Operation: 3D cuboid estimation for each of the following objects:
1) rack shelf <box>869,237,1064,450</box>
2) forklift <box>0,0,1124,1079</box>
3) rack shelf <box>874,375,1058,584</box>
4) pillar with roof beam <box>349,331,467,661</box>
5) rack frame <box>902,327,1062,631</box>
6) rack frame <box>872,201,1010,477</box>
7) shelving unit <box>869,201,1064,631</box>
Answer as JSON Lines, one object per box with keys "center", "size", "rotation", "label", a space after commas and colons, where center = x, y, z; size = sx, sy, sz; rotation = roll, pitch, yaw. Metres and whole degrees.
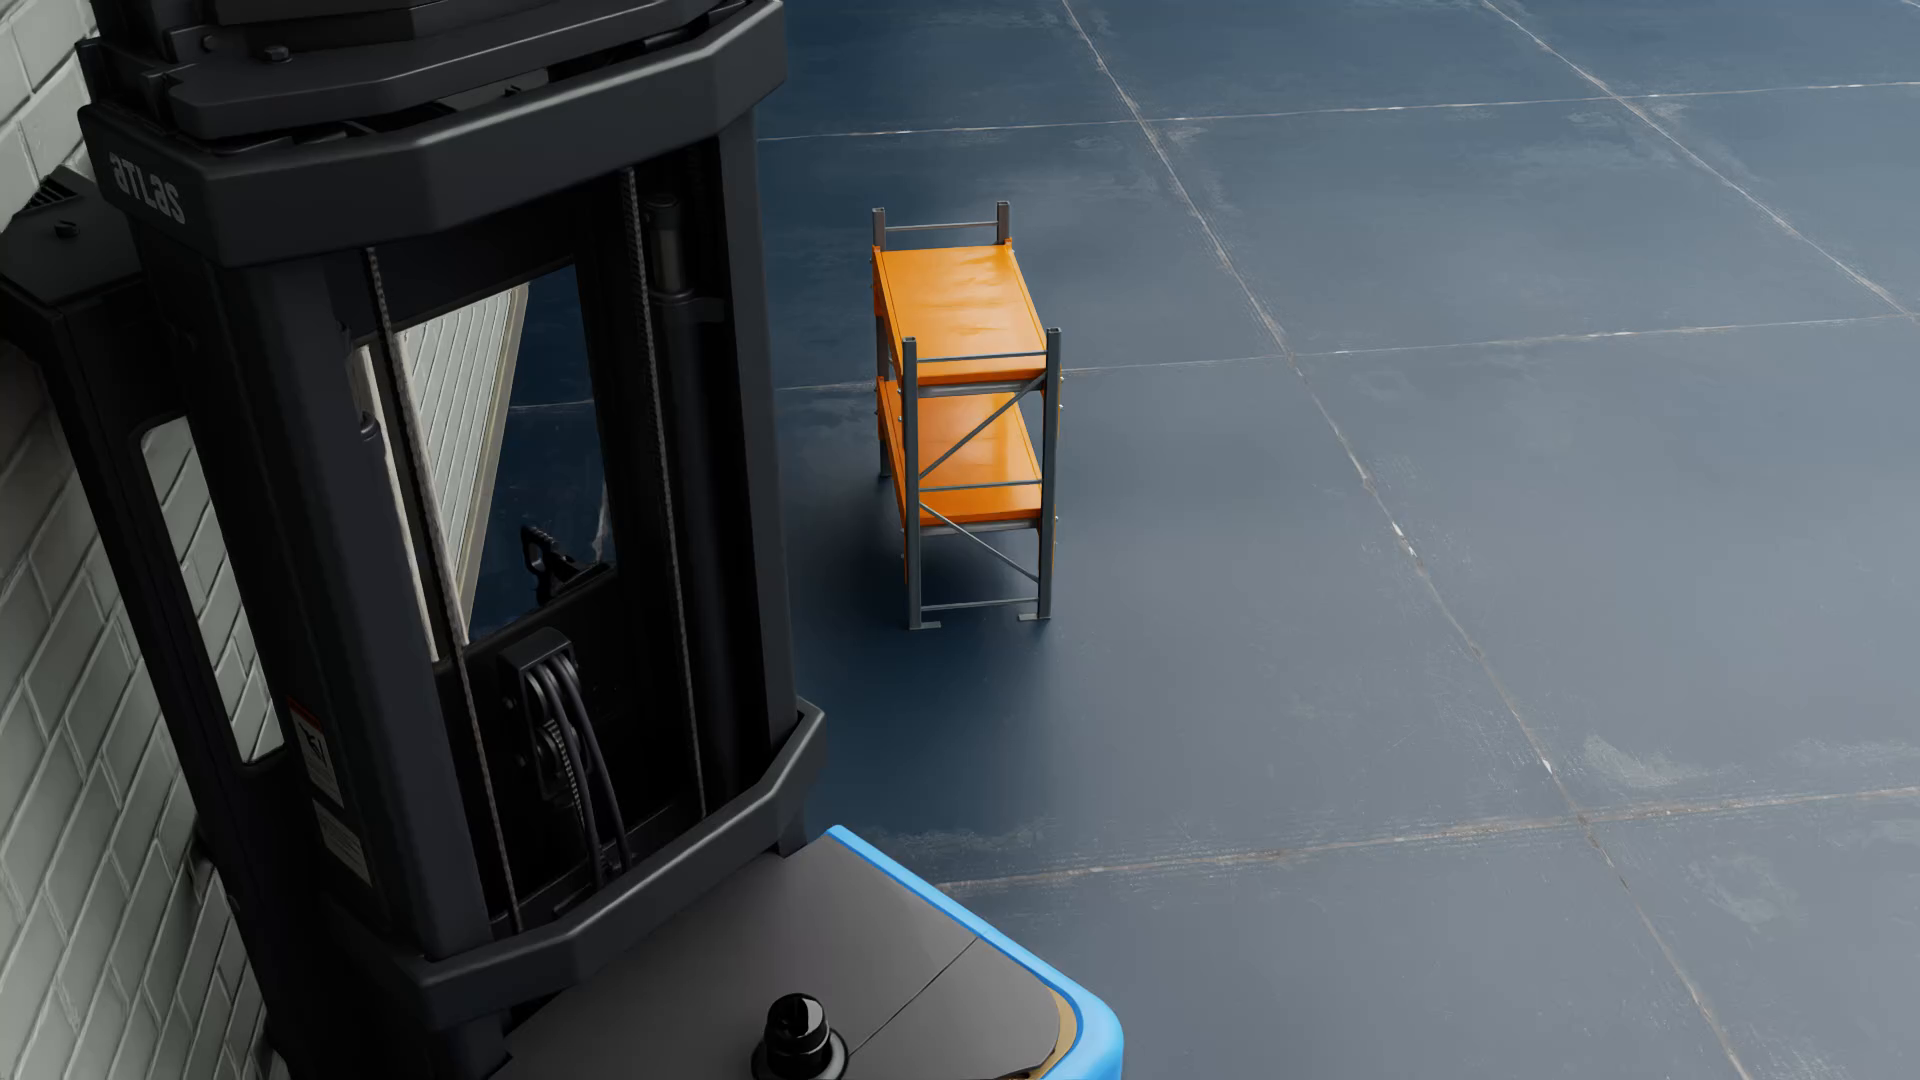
{"center": [0.001, -0.703, 5.763], "size": [0.538, 0.278, 1.000], "rotation": [-4, 35, -6], "label": "rack shelf"}
{"center": [-1.114, 0.202, 3.352], "size": [3.031, 2.935, 1.130], "rotation": [27, 42, 34], "label": "forklift"}
{"center": [0.001, -0.259, 6.065], "size": [0.538, 0.278, 1.000], "rotation": [-4, 35, -6], "label": "rack shelf"}
{"center": [2.857, -2.946, 2.583], "size": [9.100, 9.000, 0.400], "rotation": [-4, 35, -6], "label": "pillar with roof beam"}
{"center": [0.069, -0.177, 5.511], "size": [0.500, 1.125, 0.032], "rotation": [-4, 35, -6], "label": "rack frame"}
{"center": [-0.067, -0.745, 6.344], "size": [0.500, 1.125, 0.032], "rotation": [-4, 35, -6], "label": "rack frame"}
{"center": [0.001, -0.461, 5.928], "size": [0.538, 1.125, 1.048], "rotation": [-4, 35, -6], "label": "shelving unit"}
